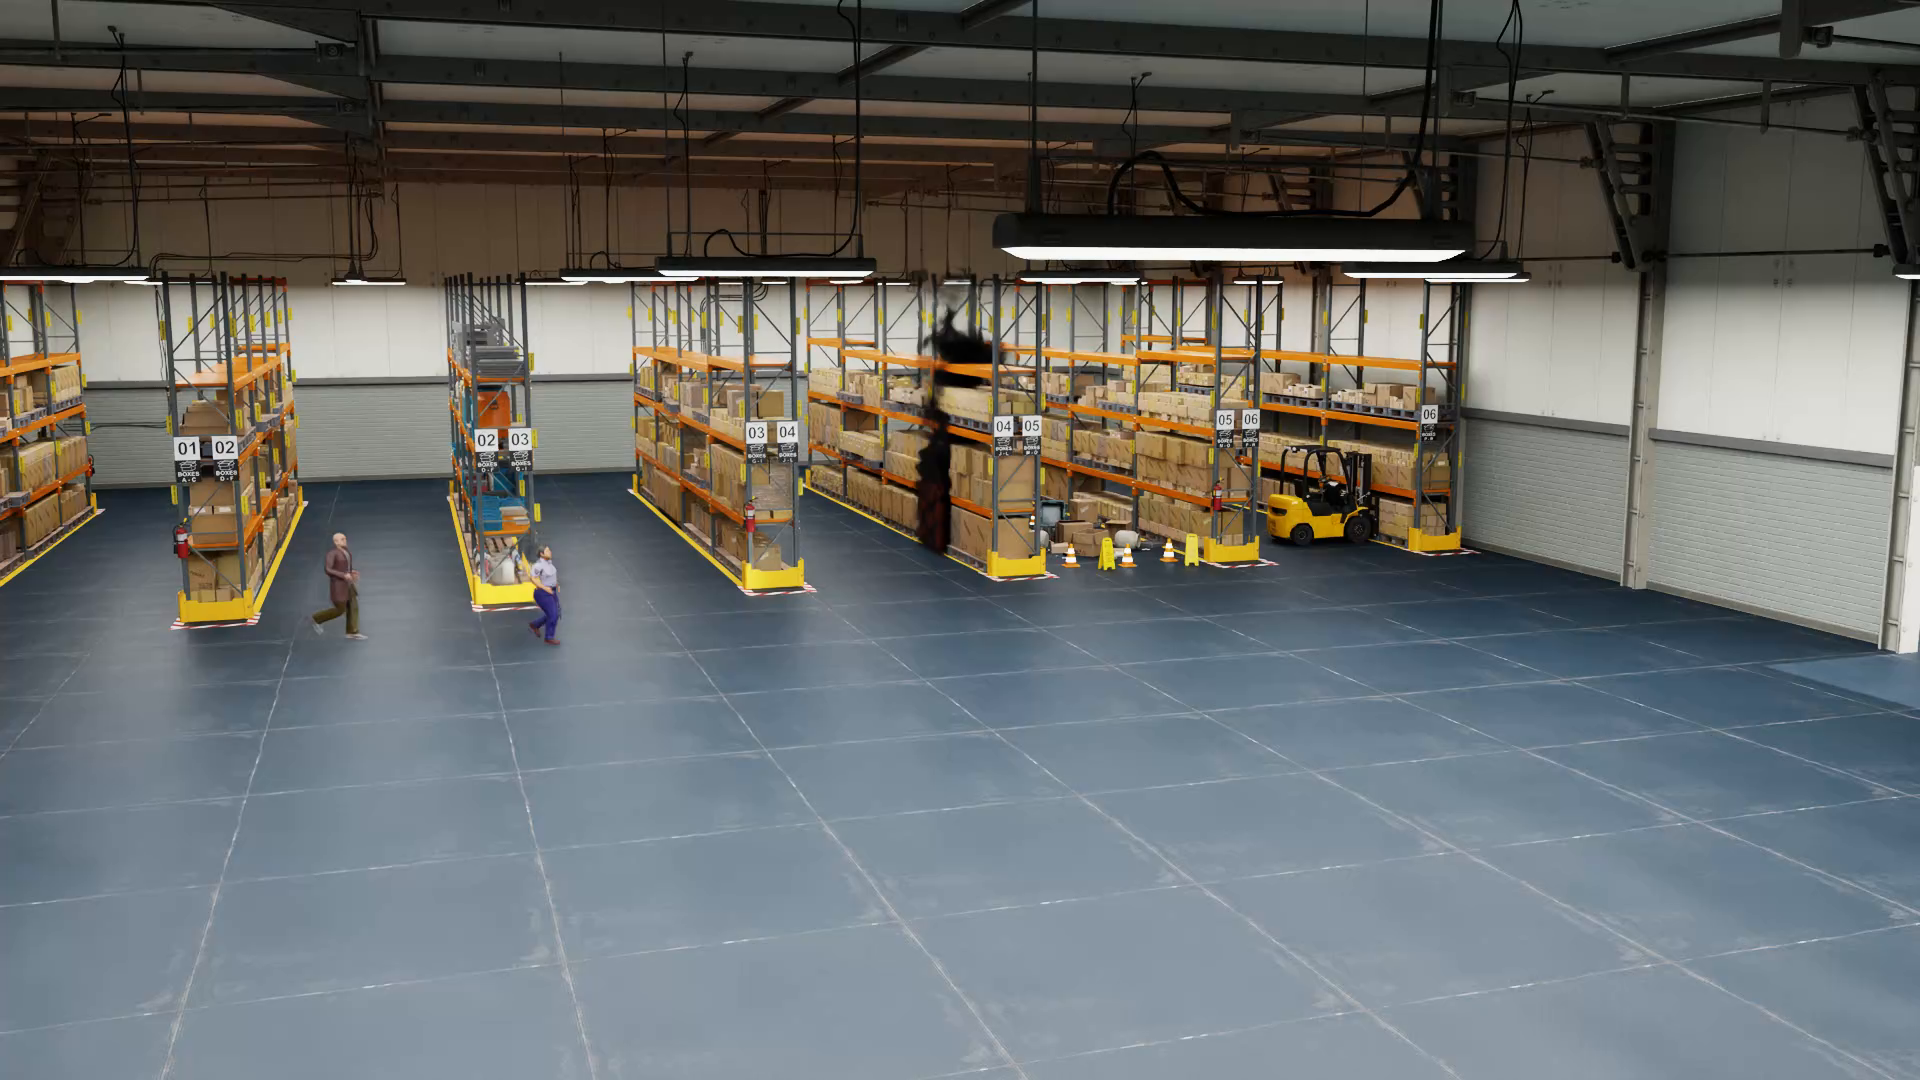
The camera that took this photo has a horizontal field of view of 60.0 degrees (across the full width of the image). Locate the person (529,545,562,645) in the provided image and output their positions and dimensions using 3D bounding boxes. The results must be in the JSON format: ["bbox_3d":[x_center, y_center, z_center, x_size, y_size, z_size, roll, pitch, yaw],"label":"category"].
[{"bbox_3d":[-6.753,0.889,26.912,0.574,1.623,0.615,1,9,8],"label":"person"}]

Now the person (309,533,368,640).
[{"bbox_3d":[-10.200,0.762,27.295,0.920,1.778,0.718,1,9,9],"label":"person"}]

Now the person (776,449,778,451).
[{"bbox_3d":[-5.124,-2.465,48.941,0.758,1.690,0.649,-7,11,-40],"label":"person"}]
